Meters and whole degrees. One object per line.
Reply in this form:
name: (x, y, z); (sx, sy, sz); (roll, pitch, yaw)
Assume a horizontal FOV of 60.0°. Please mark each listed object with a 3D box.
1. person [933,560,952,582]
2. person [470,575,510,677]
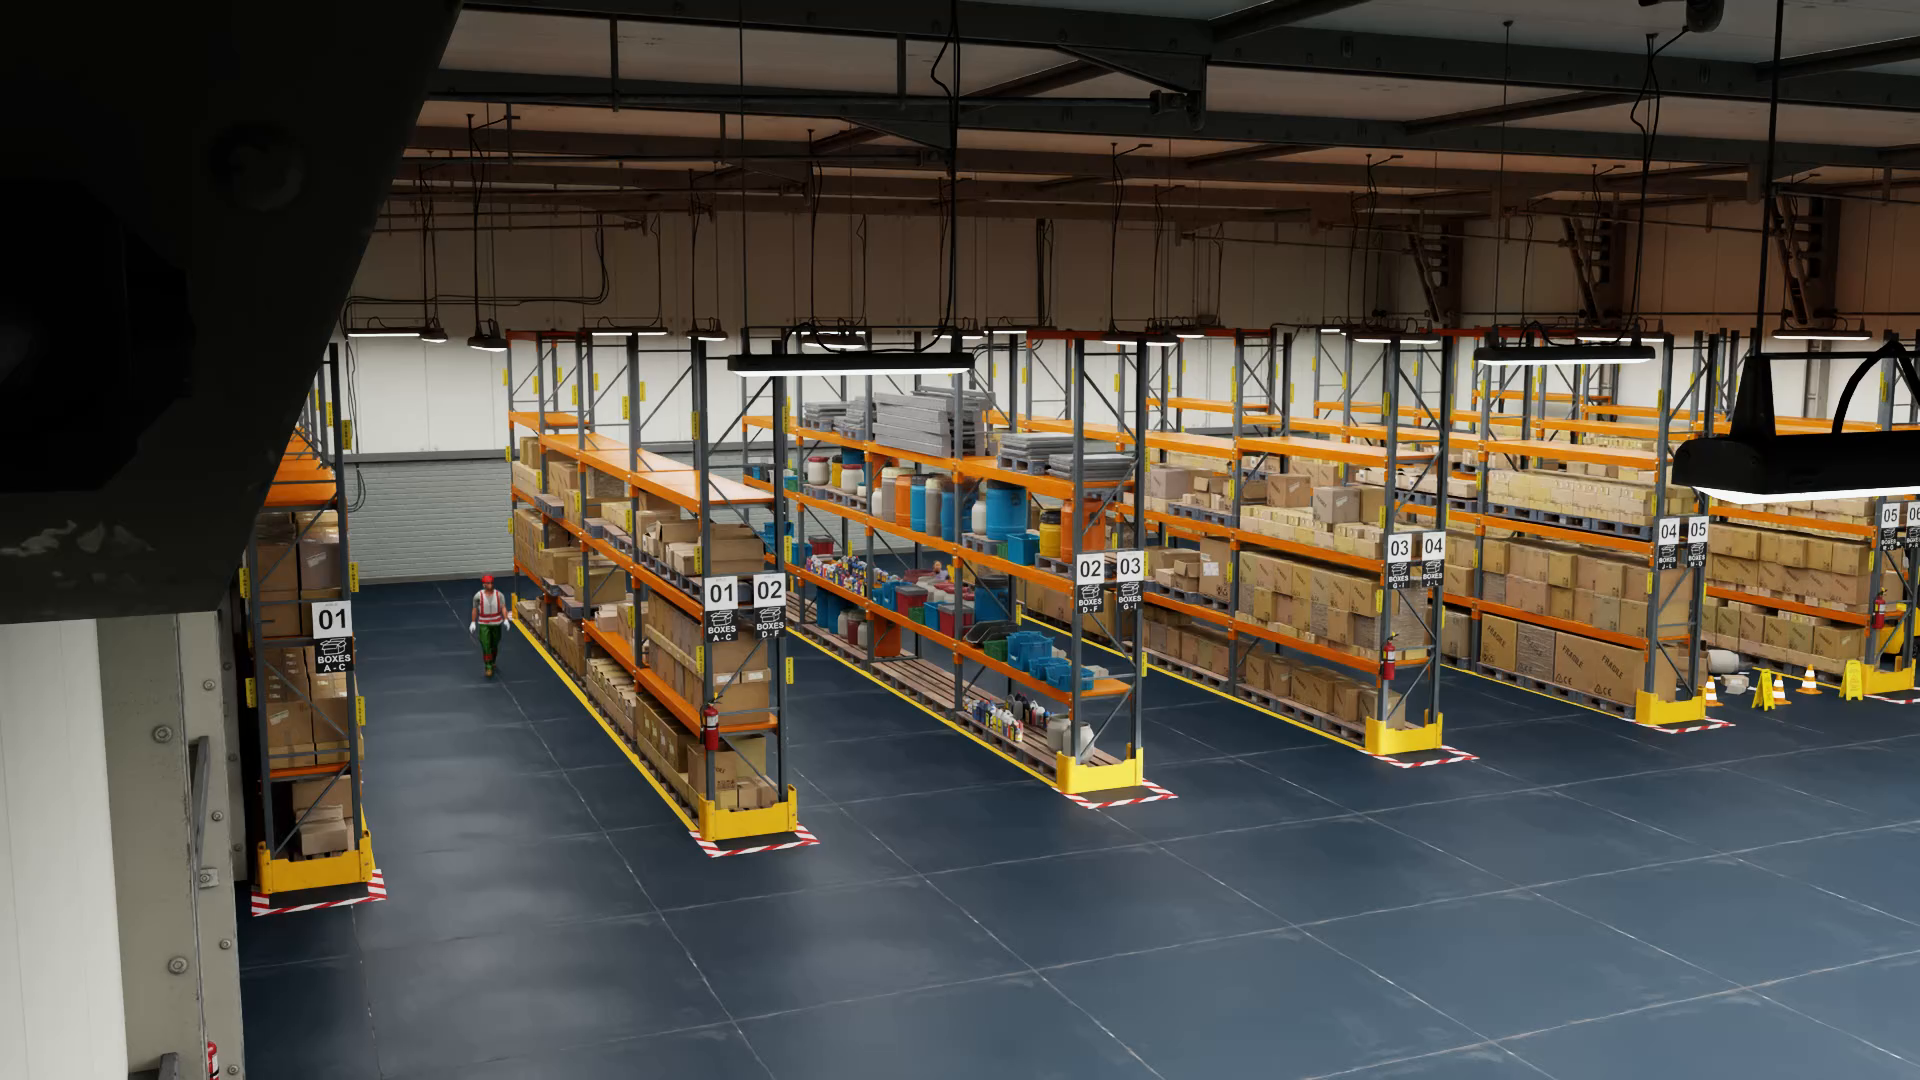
person: (-0.458, 1.139, 32.594); (0.638, 1.550, 0.749); (-2, 8, -13)
person: (-8.267, 1.471, 29.240); (0.664, 1.724, 1.034); (-3, 8, -22)
